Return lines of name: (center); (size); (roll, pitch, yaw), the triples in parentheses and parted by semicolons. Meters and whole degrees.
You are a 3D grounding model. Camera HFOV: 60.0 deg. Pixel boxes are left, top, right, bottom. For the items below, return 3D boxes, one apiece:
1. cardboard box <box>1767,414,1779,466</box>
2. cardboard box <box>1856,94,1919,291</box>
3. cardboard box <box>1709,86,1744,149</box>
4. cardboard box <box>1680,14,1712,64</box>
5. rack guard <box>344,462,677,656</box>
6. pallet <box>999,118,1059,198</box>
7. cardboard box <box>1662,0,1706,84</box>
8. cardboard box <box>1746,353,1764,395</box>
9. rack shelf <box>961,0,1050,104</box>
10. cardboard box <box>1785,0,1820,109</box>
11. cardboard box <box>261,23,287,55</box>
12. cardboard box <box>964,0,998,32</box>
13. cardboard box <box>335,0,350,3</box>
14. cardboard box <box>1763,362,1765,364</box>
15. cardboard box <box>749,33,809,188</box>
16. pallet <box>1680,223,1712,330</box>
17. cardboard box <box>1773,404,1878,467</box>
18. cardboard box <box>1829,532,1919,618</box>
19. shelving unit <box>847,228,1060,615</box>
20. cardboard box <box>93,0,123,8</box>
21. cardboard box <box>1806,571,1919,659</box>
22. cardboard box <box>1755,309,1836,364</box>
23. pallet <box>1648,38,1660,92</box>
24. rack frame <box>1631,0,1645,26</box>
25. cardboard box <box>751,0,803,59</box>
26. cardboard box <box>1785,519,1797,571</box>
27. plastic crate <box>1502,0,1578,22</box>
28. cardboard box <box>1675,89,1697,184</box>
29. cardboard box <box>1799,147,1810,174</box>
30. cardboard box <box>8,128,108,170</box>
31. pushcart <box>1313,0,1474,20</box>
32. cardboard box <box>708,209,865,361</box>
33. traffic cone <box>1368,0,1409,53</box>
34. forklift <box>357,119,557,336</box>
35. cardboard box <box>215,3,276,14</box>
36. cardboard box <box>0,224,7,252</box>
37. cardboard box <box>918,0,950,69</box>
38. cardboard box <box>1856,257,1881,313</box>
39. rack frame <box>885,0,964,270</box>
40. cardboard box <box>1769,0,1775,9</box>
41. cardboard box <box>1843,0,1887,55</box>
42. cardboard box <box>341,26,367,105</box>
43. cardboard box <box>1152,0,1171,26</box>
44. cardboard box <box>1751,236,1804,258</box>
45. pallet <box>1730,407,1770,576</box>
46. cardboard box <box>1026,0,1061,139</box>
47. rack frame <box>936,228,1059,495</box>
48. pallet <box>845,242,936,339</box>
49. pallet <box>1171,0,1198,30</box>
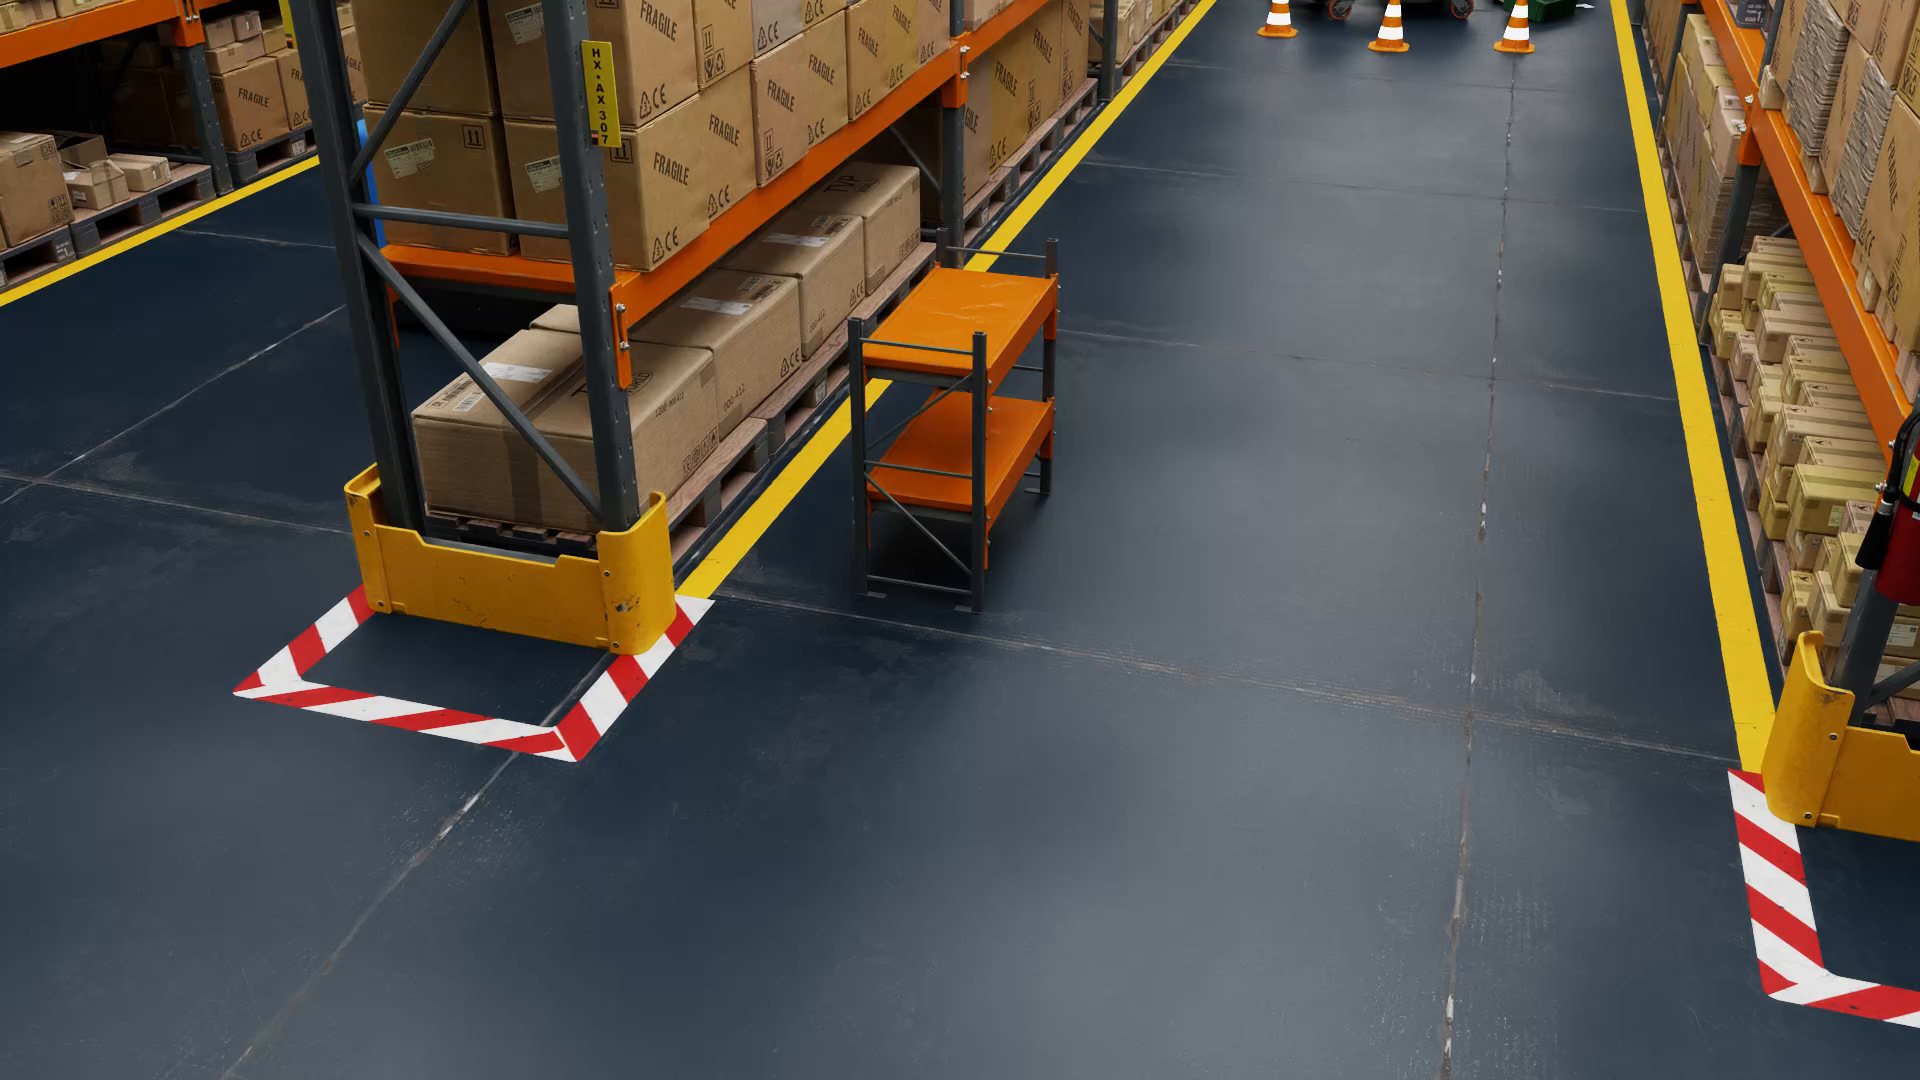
cardboard box: (3.379, -0.354, 6.495); (0.380, 0.149, 0.250); (10, 31, 17)
cardboard box: (3.156, -1.057, 5.156); (0.500, 0.500, 0.500); (8, 30, 14)
cardboard box: (4.428, -2.296, 9.160); (0.500, 0.250, 0.500); (10, 31, 17)
cardboard box: (5.028, -3.250, 10.875); (0.500, 0.250, 0.500); (7, 30, 13)
rack guard: (-1.655, 0.045, 6.155); (1.175, 0.500, 0.348); (8, 30, 15)
pallet: (0.037, -2.637, 11.274); (1.003, 0.211, 1.213); (8, 30, 15)
cardboard box: (5.727, -3.588, 11.996); (1.050, 0.750, 0.750); (8, 30, 14)
cardboard box: (3.746, -0.701, 7.425); (0.380, 0.149, 0.250); (8, 30, 14)
rack shelf: (0.113, -3.533, 10.755); (1.077, 0.370, 4.000); (8, 30, 15)
cardboard box: (3.763, -2.007, 6.863); (0.500, 0.500, 0.500); (8, 30, 15)
cardboard box: (-4.789, -3.388, 11.227); (0.380, 0.149, 0.250); (7, 30, 12)
cardboard box: (-0.092, -3.019, 9.246); (0.500, 0.250, 0.500); (8, 30, 14)
cardboard box: (-4.486, -3.873, 12.099); (0.380, 0.149, 0.250); (9, 30, 15)
cardboard box: (3.768, -0.829, 7.350); (0.380, 0.149, 0.250); (7, 30, 12)
cardboard box: (-0.944, -1.757, 6.721); (0.500, 0.500, 0.500); (8, 30, 15)
pallet: (4.515, -1.402, 9.053); (1.003, 0.211, 1.213); (8, 30, 15)
cardboard box: (3.272, -0.370, 6.219); (0.380, 0.149, 0.250); (10, 31, 17)
cardboard box: (3.027, 0.121, 5.336); (0.380, 0.149, 0.250); (9, 30, 15)
shelving unit: (-0.002, -0.488, 6.471); (0.538, 1.125, 1.048); (8, 30, 15)
cardboard box: (-5.128, -3.206, 9.686); (0.380, 0.149, 0.250); (9, 30, 16)
cardboard box: (2.996, 0.247, 5.415); (0.380, 0.149, 0.250); (8, 30, 14)
cardboard box: (3.616, -0.850, 7.082); (0.380, 0.149, 0.250); (9, 30, 16)
pallet: (6.125, -3.819, 13.399); (1.003, 0.211, 1.213); (8, 30, 15)
rack frame: (6.636, -5.976, 14.407); (1.000, 3.000, 0.127); (8, 30, 15)
cardboard box: (-0.946, -2.203, 6.494); (0.500, 0.500, 0.500); (8, 30, 14)
cardboard box: (3.267, 0.027, 6.116); (0.380, 0.149, 0.250); (9, 30, 15)
plastic crate: (5.435, -5.040, 15.558); (0.662, 0.188, 0.450); (-24, 47, -37)
cardboard box: (4.720, -2.443, 10.195); (0.500, 0.500, 0.500); (8, 30, 14)
cardboard box: (3.637, -1.568, 6.742); (0.380, 0.149, 0.250); (9, 30, 16)
cardboard box: (-5.640, -2.359, 10.240); (0.500, 0.311, 0.500); (10, 30, 17)
pushcart: (4.069, -5.187, 15.687); (1.648, 0.377, 0.936); (-1, 29, -3)
cardboard box: (-1.023, -1.289, 8.185); (0.875, 0.438, 0.875); (8, 30, 13)
traffic cone: (3.720, -4.473, 14.315); (0.336, 0.463, 0.334); (8, 30, 15)
forklift: (-2.153, -3.009, 9.144); (1.130, 2.935, 3.031); (8, 30, 15)
cardboard box: (-5.070, -3.691, 11.772); (0.380, 0.149, 0.250); (9, 30, 16)
cardboard box: (-5.585, -1.750, 8.950); (0.500, 0.500, 0.500); (9, 30, 16)
cardboard box: (-0.366, -2.709, 8.432); (0.500, 0.500, 0.500); (9, 30, 15)
cardboard box: (3.160, -0.832, 5.419); (0.380, 0.149, 0.250); (9, 30, 16)
rack frame: (-0.474, -2.918, 8.909); (1.000, 3.000, 0.127); (8, 30, 15)
cardboard box: (4.366, -2.781, 8.490); (0.380, 0.149, 0.250); (8, 30, 15)
cardboard box: (3.455, -1.983, 5.792); (0.500, 0.500, 0.500); (7, 30, 13)
cardboard box: (-4.565, -3.388, 11.895); (0.500, 0.500, 0.500); (8, 30, 13)
cardboard box: (1.313, -4.769, 14.508); (0.950, 0.372, 0.625); (10, 30, 17)
cardboard box: (3.989, -1.325, 7.936); (0.380, 0.149, 0.250); (10, 31, 17)
pallet: (3.768, -0.154, 6.809); (1.003, 0.211, 1.213); (8, 30, 15)
cardboard box: (0.152, -3.309, 11.366); (0.875, 0.875, 0.875); (9, 30, 15)
rack frame: (0.147, -0.725, 6.896); (0.500, 1.125, 0.032); (8, 30, 15)
pallet: (-0.772, -1.357, 8.972); (1.003, 0.211, 1.213); (8, 30, 15)
pallet: (1.647, -5.055, 15.620); (1.003, 0.211, 1.213); (8, 30, 15)
